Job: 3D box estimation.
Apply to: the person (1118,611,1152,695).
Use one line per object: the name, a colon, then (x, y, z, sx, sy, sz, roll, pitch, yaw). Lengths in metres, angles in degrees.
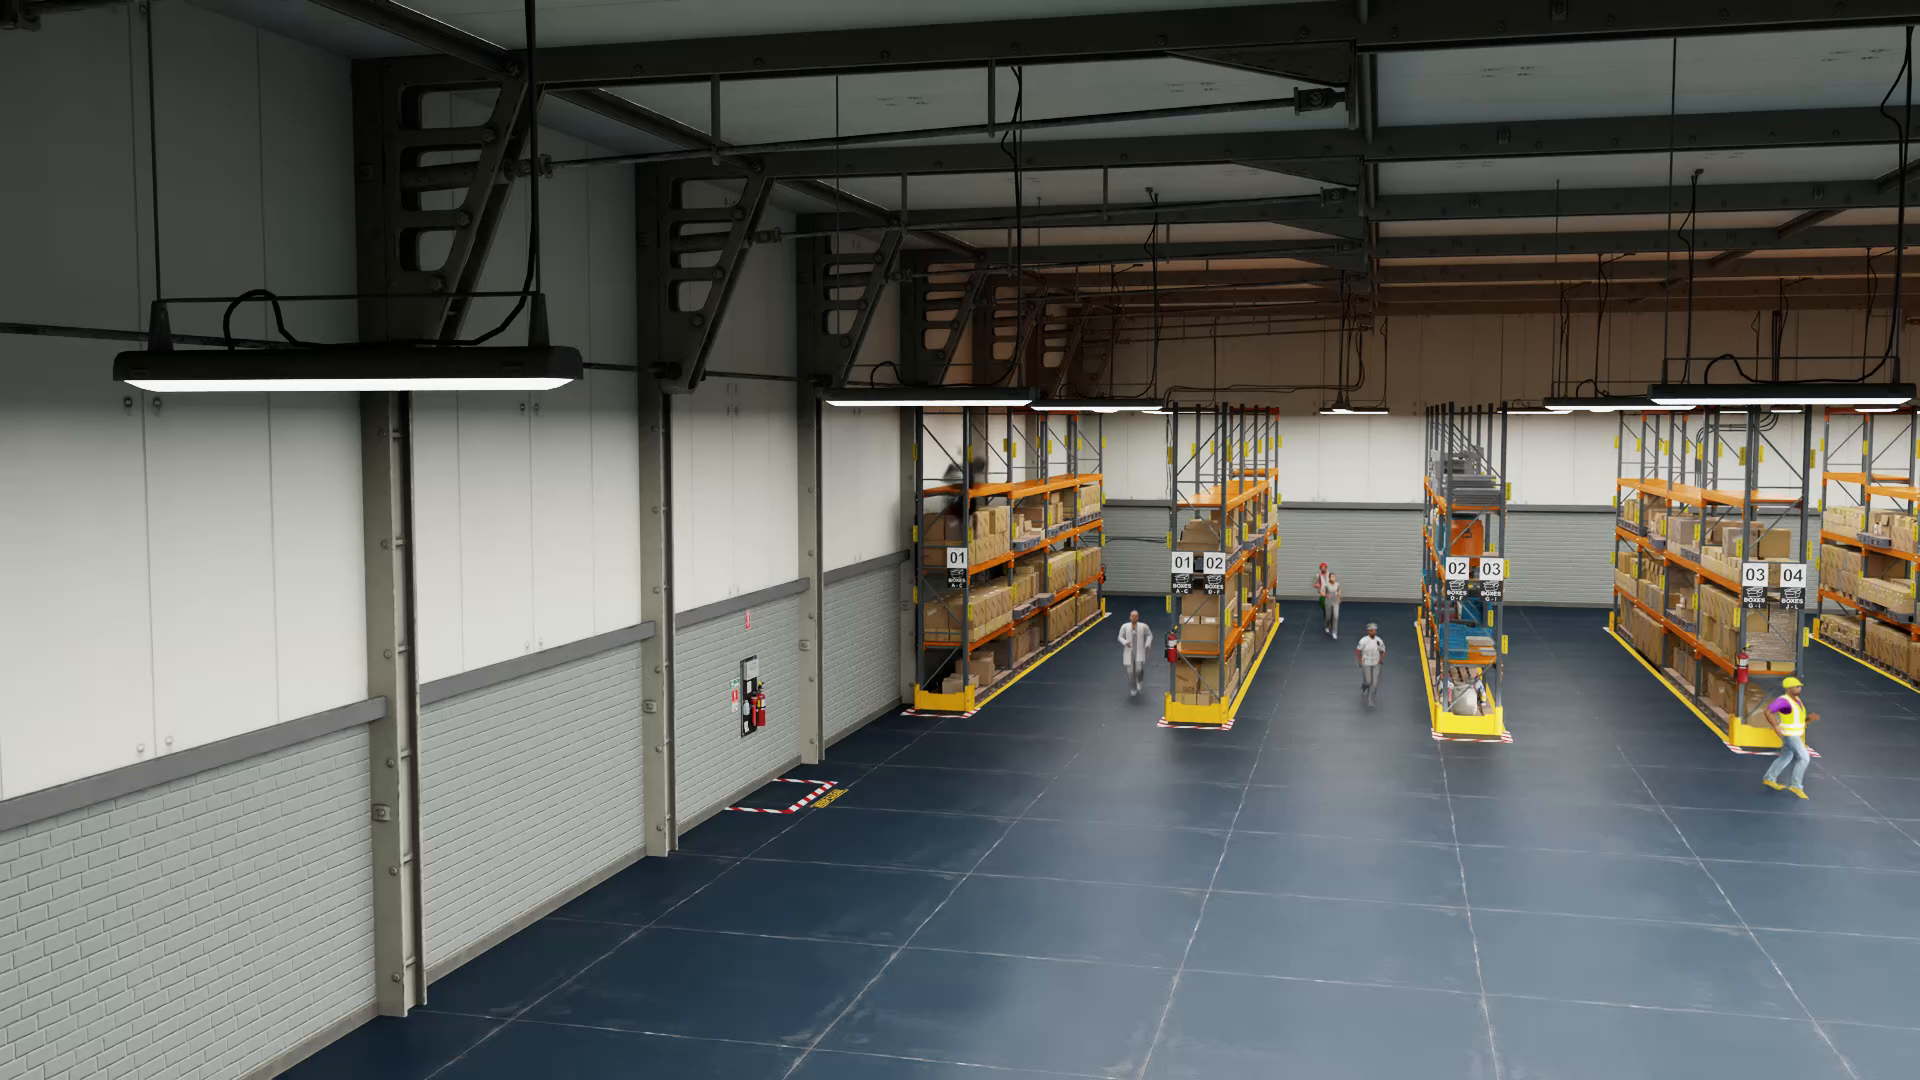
person: (3.588, 2.331, 34.173, 0.698, 1.739, 0.622, 1, 4, 10)

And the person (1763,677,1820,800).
person: (12.557, 2.984, 25.136, 0.766, 1.828, 0.669, 4, 5, 40)

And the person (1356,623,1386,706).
person: (8.158, 2.464, 32.973, 0.574, 1.649, 0.561, 0, 4, 4)

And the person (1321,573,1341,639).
person: (9.666, 1.687, 43.298, 0.565, 1.677, 0.941, 0, 4, 0)

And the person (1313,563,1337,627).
person: (9.970, 1.499, 45.390, 0.667, 1.762, 0.624, 1, 4, 11)
